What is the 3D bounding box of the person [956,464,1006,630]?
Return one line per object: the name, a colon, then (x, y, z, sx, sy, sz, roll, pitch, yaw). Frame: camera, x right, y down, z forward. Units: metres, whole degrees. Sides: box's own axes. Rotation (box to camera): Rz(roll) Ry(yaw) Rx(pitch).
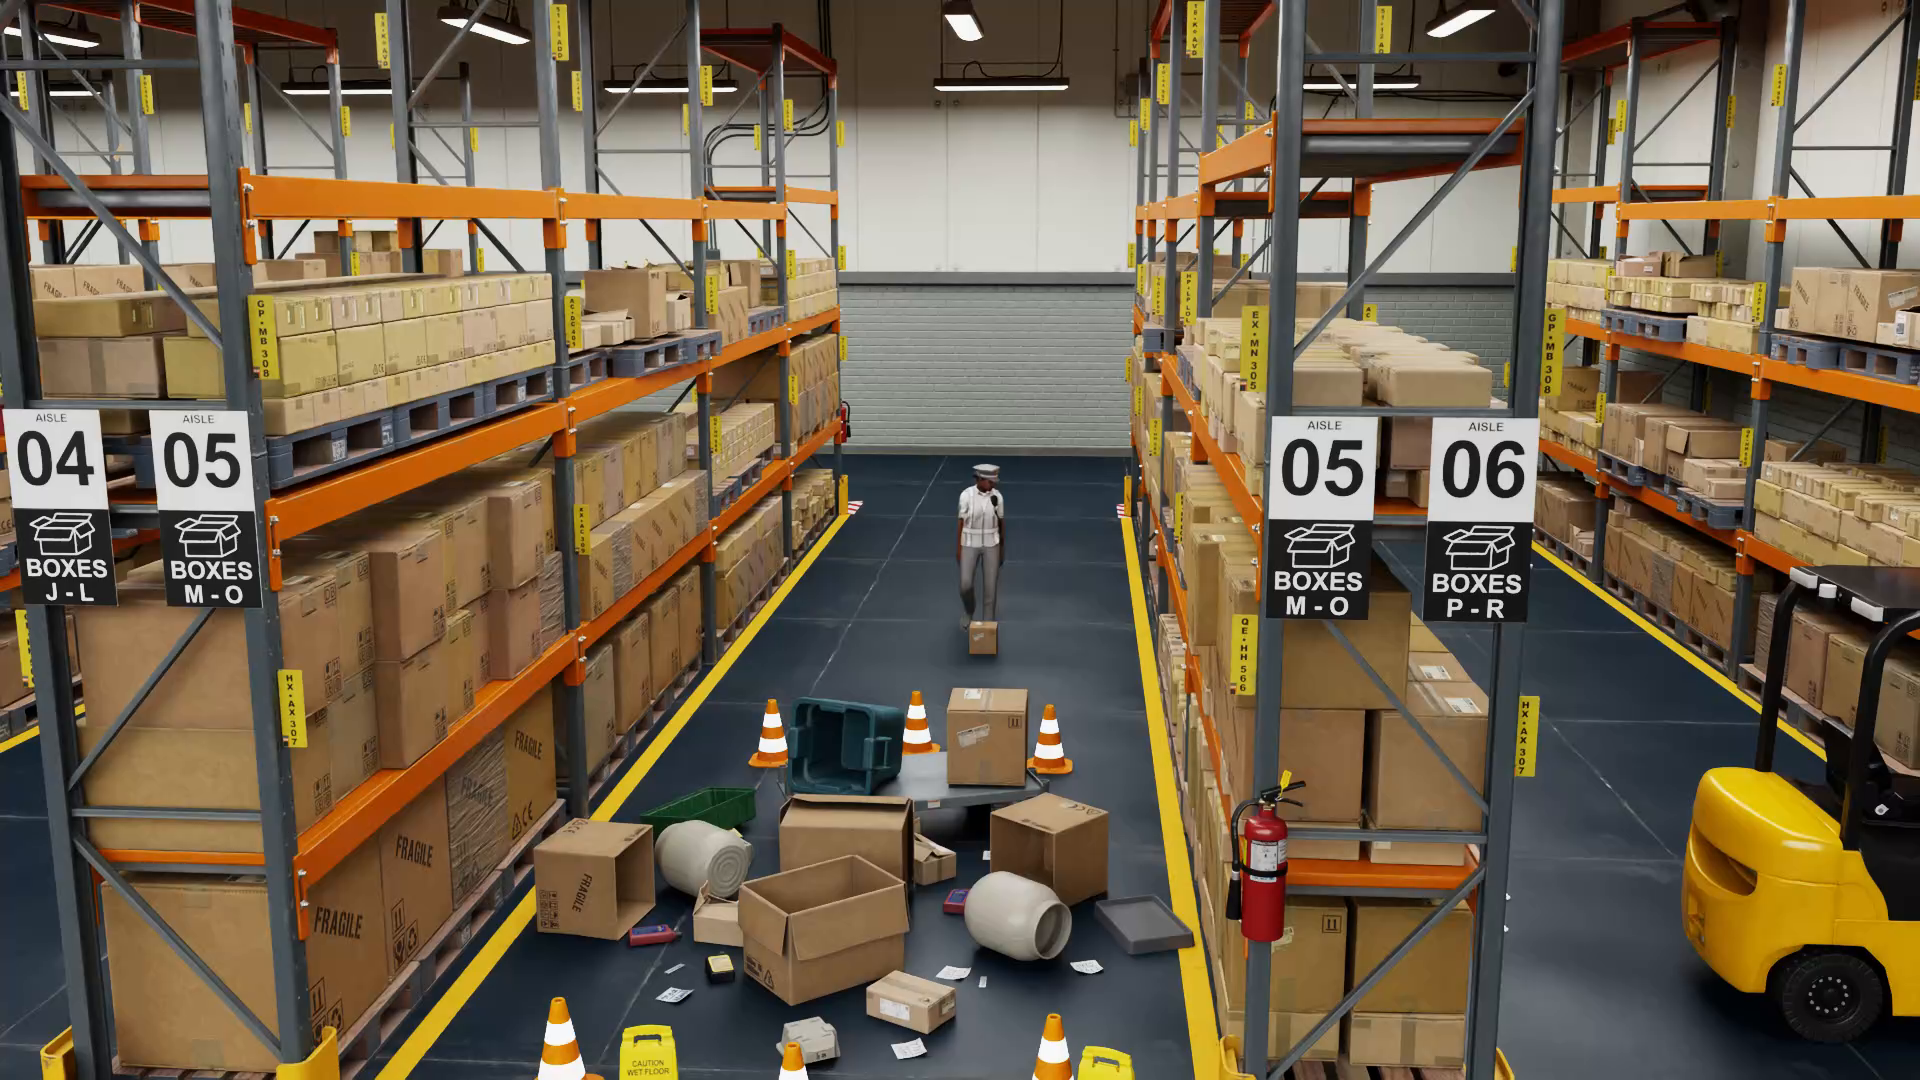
person: (0.204, 0.097, 15.850, 0.480, 1.660, 0.479, -1, 11, -8)
